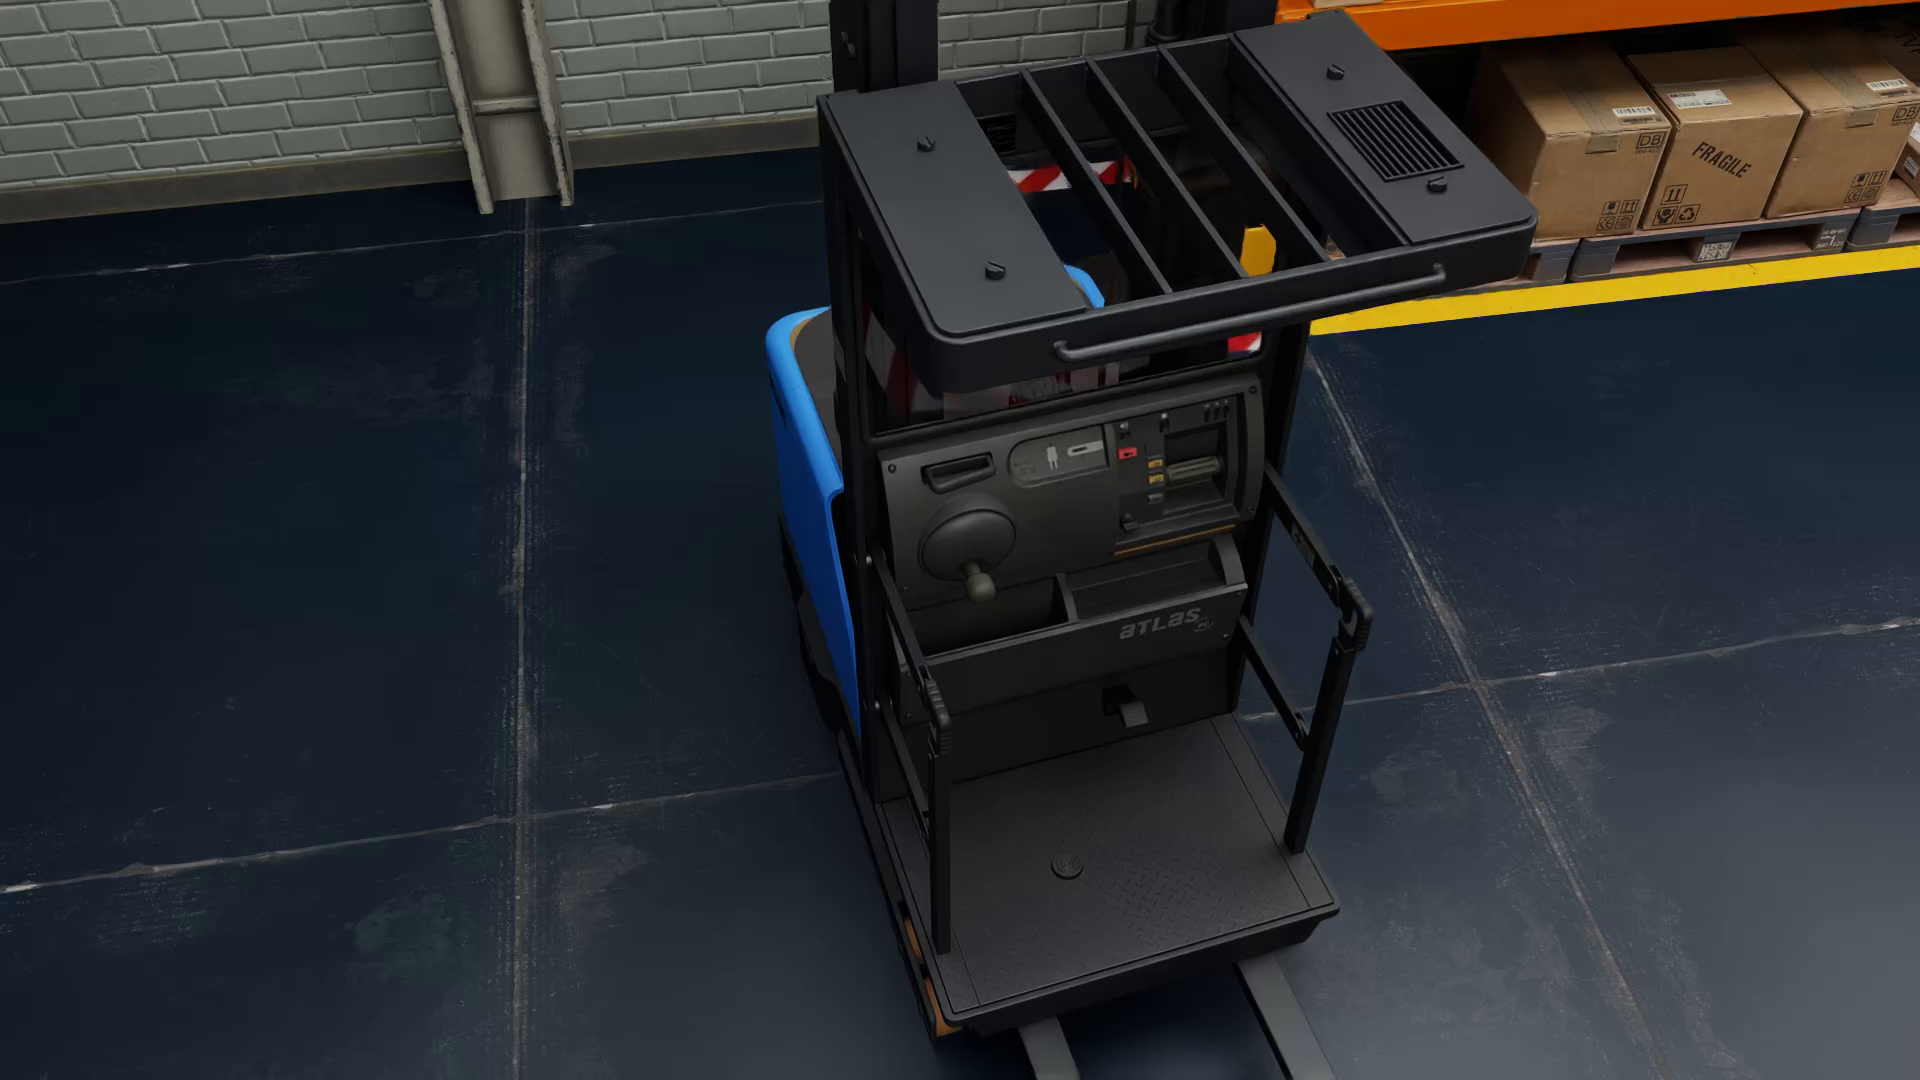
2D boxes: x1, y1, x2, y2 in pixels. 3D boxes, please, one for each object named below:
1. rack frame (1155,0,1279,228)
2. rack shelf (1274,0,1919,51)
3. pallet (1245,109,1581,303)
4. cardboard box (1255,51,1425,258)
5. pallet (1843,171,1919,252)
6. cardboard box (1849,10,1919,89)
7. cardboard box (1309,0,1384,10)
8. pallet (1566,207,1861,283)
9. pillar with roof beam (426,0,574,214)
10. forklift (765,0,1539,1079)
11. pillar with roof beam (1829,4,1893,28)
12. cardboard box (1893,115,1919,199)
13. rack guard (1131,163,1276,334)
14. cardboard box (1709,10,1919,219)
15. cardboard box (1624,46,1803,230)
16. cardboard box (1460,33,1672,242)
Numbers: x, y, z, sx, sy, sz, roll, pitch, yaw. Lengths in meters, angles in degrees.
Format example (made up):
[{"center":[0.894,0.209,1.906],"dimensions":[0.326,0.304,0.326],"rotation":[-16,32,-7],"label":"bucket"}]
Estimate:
[{"center":[0.931,-2.255,5.839],"dimensions":[0.127,3.000,1.000],"rotation":[-7,46,-7],"label":"rack frame"},{"center":[2.902,-2.251,6.335],"dimensions":[4.000,0.370,1.077],"rotation":[-7,46,-7],"label":"rack shelf"},{"center":[1.792,-1.395,6.948],"dimensions":[1.213,0.211,1.003],"rotation":[-7,46,-7],"label":"pallet"},{"center":[1.550,-1.542,6.595],"dimensions":[0.637,0.503,0.797],"rotation":[-9,47,-8],"label":"cardboard box"},{"center":[4.196,-1.695,7.236],"dimensions":[1.213,0.211,1.003],"rotation":[-7,46,-7],"label":"pallet"},{"center":[4.182,-2.045,7.213],"dimensions":[0.500,0.311,0.500],"rotation":[-6,46,-5],"label":"cardboard box"},{"center":[1.302,-2.013,5.781],"dimensions":[0.250,0.149,0.380],"rotation":[-7,47,-7],"label":"cardboard box"},{"center":[2.991,-1.542,7.090],"dimensions":[1.213,0.211,1.003],"rotation":[-7,46,-7],"label":"pallet"},{"center":[-1.145,-1.590,1.033],"dimensions":[0.400,9.000,9.100],"rotation":[-7,46,-7],"label":"pillar with roof beam"},{"center":[0.342,-0.022,3.735],"dimensions":[1.130,2.935,3.031],"rotation":[-13,47,-12],"label":"forklift"},{"center":[4.767,-2.327,1.743],"dimensions":[0.400,9.000,9.100],"rotation":[-7,46,-7],"label":"pillar with roof beam"},{"center":[4.022,-1.622,6.837],"dimensions":[0.258,0.266,0.396],"rotation":[-6,46,-5],"label":"cardboard box"},{"center":[1.006,-1.397,6.749],"dimensions":[0.348,0.500,1.175],"rotation":[-7,46,-7],"label":"rack guard"},{"center":[3.422,-1.746,6.793],"dimensions":[0.500,0.500,0.700],"rotation":[-9,47,-8],"label":"cardboard box"},{"center":[2.937,-1.612,6.665],"dimensions":[0.500,0.500,0.500],"rotation":[-6,46,-6],"label":"cardboard box"},{"center":[2.399,-1.618,6.670],"dimensions":[0.500,0.500,0.700],"rotation":[-5,46,-5],"label":"cardboard box"}]
